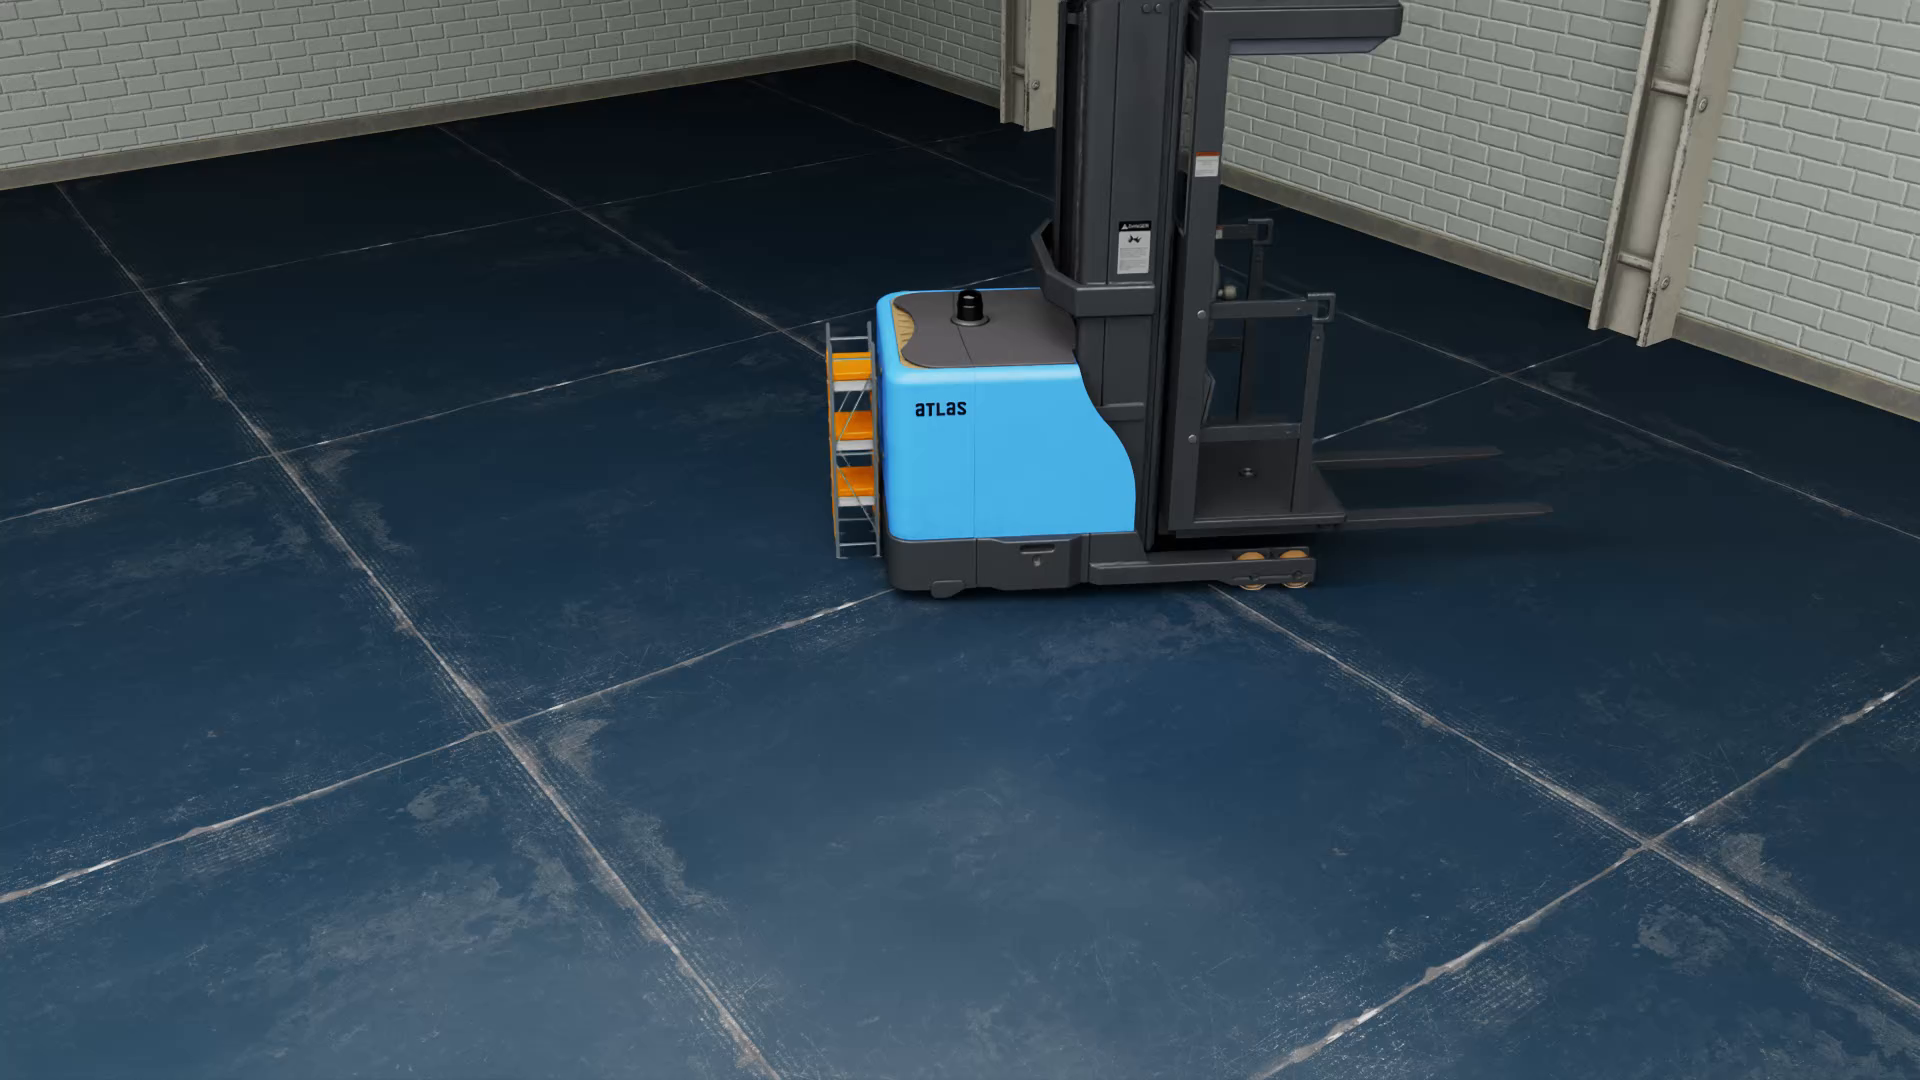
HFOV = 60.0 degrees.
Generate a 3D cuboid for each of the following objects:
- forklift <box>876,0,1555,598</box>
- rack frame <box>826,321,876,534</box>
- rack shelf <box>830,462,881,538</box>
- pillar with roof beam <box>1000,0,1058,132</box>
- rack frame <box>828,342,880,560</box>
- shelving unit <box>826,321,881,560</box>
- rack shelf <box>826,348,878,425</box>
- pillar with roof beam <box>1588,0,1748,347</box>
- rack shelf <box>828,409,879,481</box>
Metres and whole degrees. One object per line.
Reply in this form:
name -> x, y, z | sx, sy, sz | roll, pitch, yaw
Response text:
forklift -> 1.155, -1.315, 7.100 | 3.031, 2.935, 1.130 | -3, 29, -5
rack frame -> -0.490, -0.495, 7.561 | 0.200, 1.050, 0.008 | -3, 29, -5
rack shelf -> -0.477, -0.183, 7.592 | 0.215, 0.259, 0.240 | -3, 29, -5
pillar with roof beam -> -2.925, -6.357, 10.026 | 9.100, 9.000, 0.400 | -19, 34, -31
rack frame -> -0.464, -0.379, 7.348 | 0.200, 1.050, 0.008 | -3, 29, -5
shelving unit -> -0.477, -0.437, 7.454 | 0.215, 1.050, 0.252 | -3, 29, -5
rack shelf -> -0.477, -0.677, 7.324 | 0.215, 0.259, 0.240 | -3, 29, -5
pillar with roof beam -> 0.556, -4.024, 5.731 | 9.100, 9.000, 0.400 | -19, 34, -31
rack shelf -> -0.477, -0.428, 7.459 | 0.215, 0.259, 0.240 | -3, 29, -5
